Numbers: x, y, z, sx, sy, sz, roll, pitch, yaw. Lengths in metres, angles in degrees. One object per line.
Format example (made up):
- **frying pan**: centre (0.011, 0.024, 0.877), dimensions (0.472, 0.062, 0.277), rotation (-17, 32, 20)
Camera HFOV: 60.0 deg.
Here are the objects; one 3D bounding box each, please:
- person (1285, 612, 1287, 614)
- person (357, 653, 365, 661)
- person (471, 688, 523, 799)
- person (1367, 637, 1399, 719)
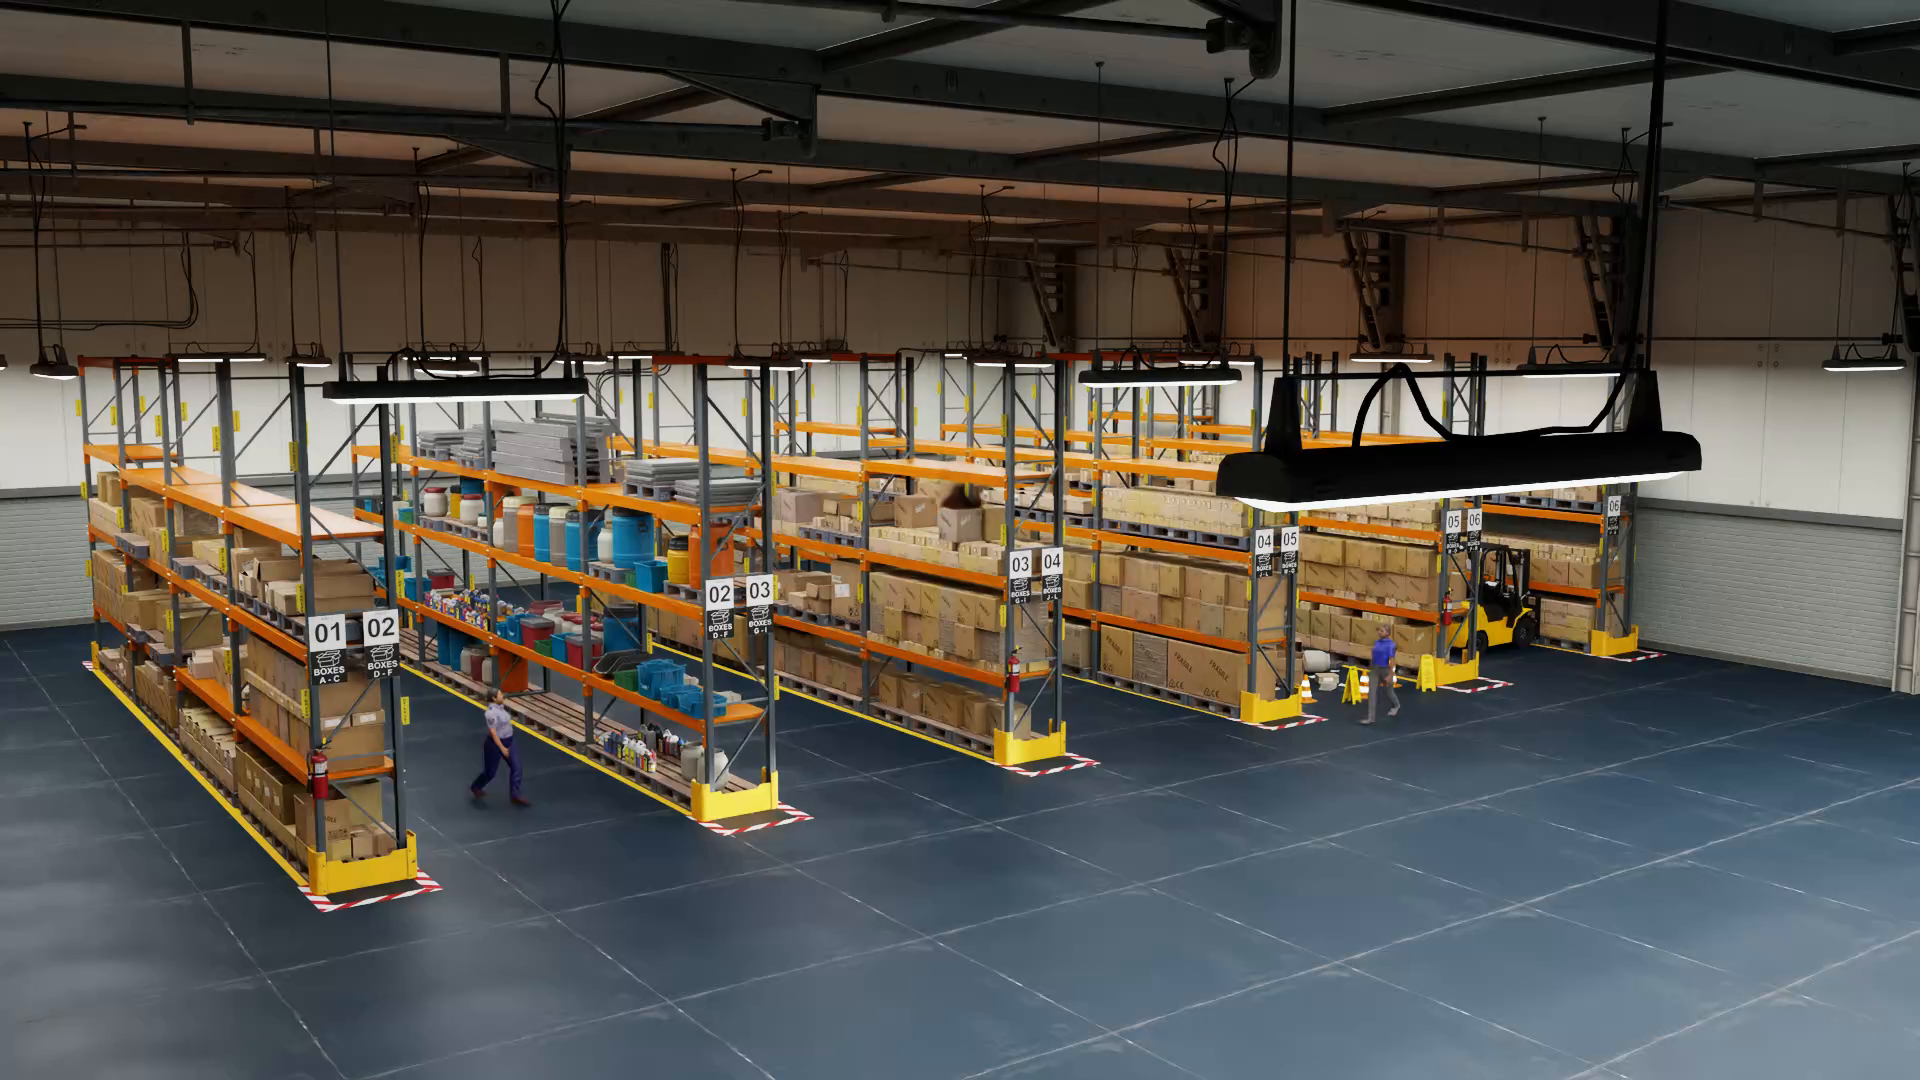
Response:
- **person**: centre (7.544, 0.904, 37.945), dimensions (0.432, 1.690, 0.508), rotation (-2, 7, -18)
- **person**: centre (-11.123, 1.727, 31.140), dimensions (0.398, 1.661, 0.516), rotation (-5, 8, -34)
- **person**: centre (-6.349, 2.763, 22.682), dimensions (0.738, 1.540, 0.465), rotation (5, 8, 33)
- **person**: centre (7.016, 2.274, 27.535), dimensions (0.423, 1.352, 0.745), rotation (5, 8, 34)
